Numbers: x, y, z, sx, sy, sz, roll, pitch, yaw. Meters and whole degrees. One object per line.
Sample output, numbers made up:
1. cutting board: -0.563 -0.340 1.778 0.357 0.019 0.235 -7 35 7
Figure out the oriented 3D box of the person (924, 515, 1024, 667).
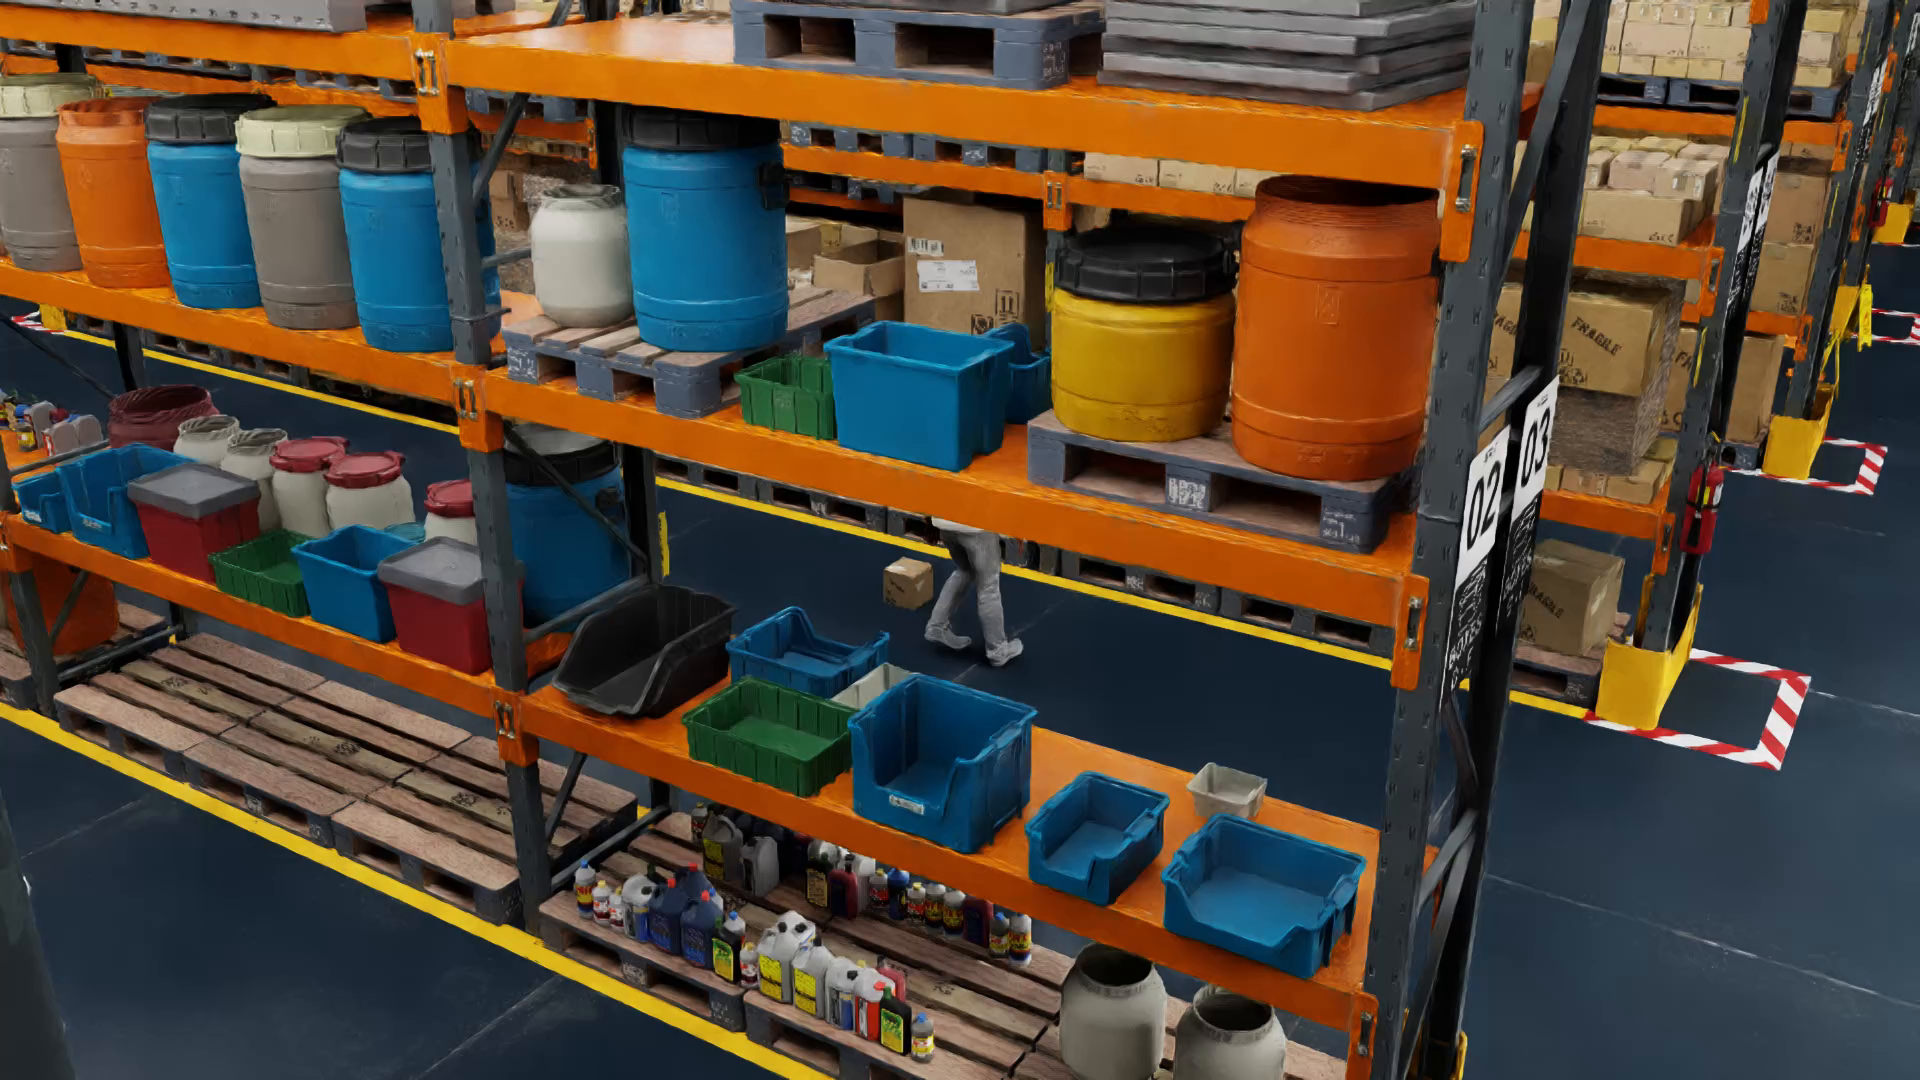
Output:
1. person: 0.076 -0.095 10.284 0.664 1.751 0.440 17 29 35
